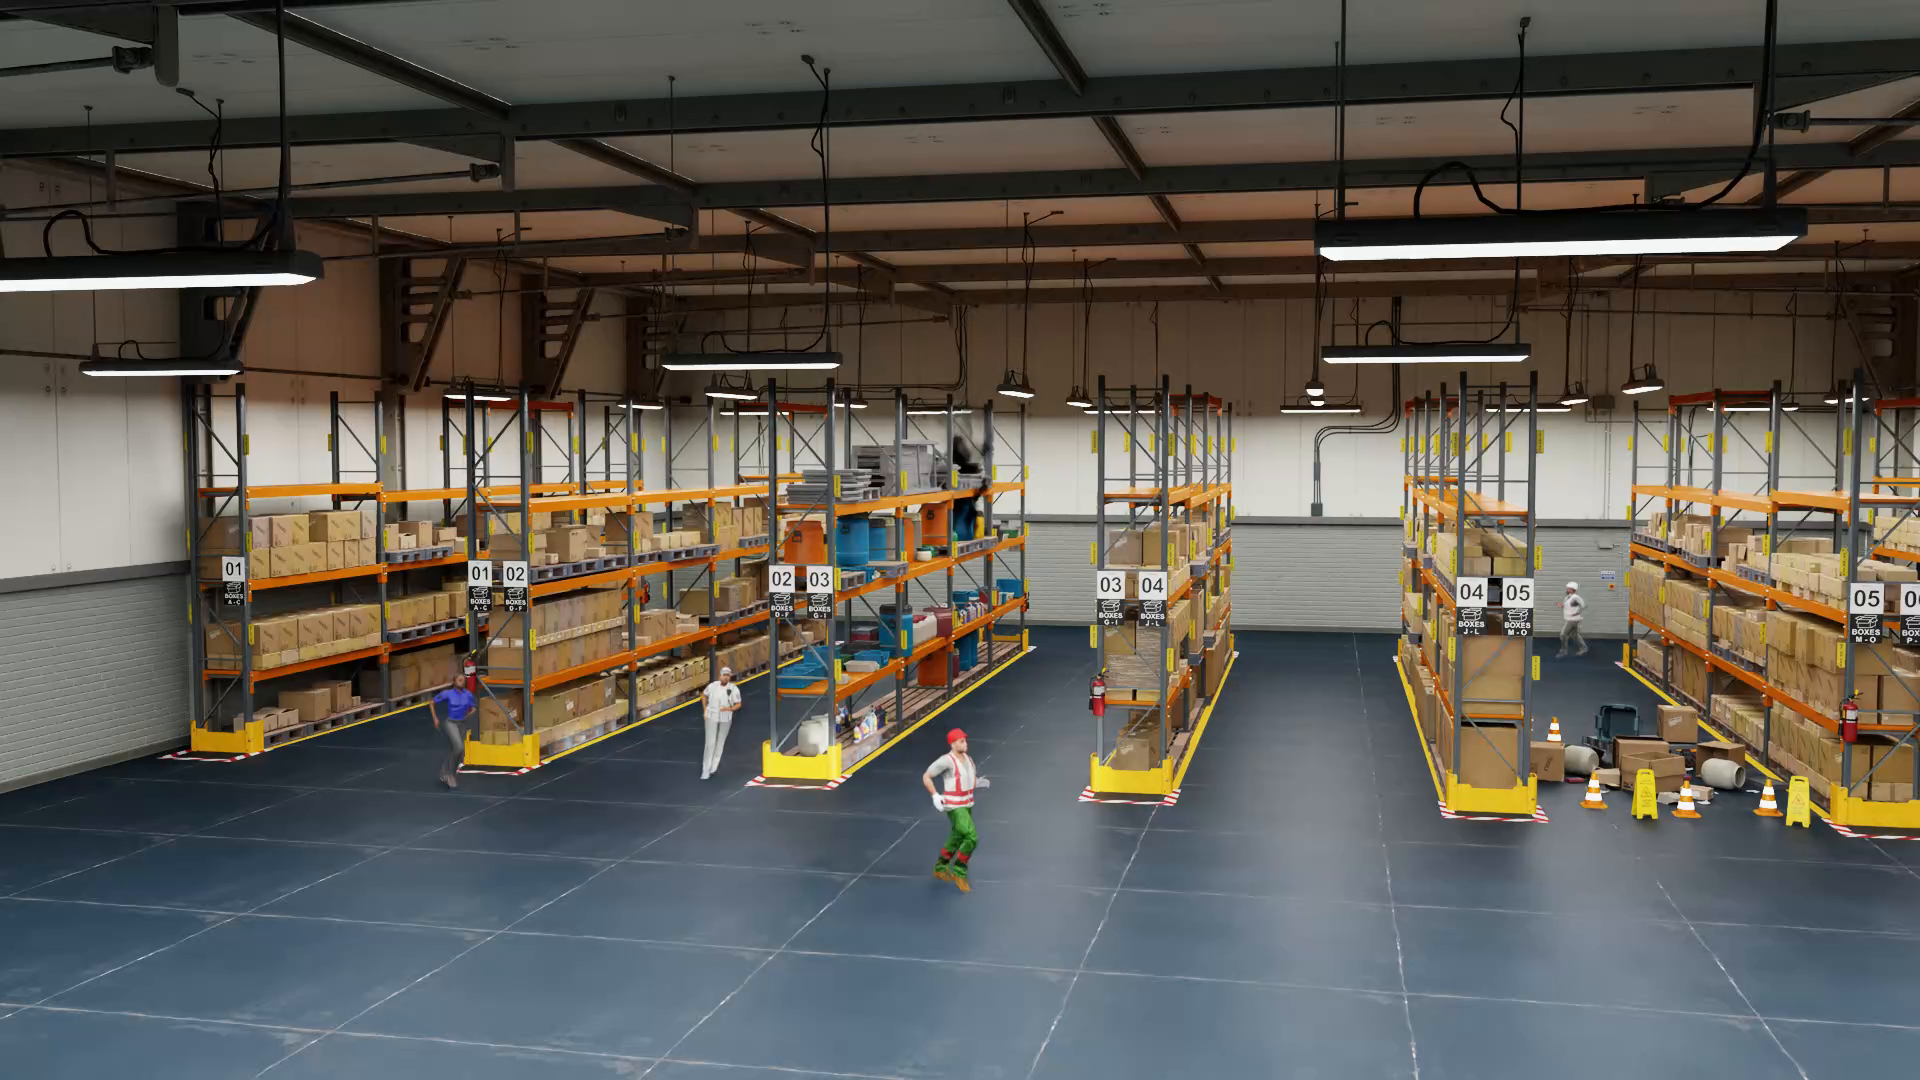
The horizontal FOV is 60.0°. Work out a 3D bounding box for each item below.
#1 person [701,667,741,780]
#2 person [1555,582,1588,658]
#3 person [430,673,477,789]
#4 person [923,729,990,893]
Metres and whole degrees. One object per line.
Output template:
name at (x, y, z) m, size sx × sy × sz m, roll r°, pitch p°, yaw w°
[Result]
person at (-3.621, 2.761, 25.137) m, size 0.612 × 1.703 × 0.662 m, roll -1°, pitch 3°, yaw -12°
person at (14.369, 1.893, 38.970) m, size 0.774 × 1.827 × 0.657 m, roll 1°, pitch 3°, yaw 9°
person at (-7.421, 2.840, 24.477) m, size 0.664 × 1.570 × 0.578 m, roll 2°, pitch 4°, yaw 36°
person at (-0.011, 3.038, 18.725) m, size 0.747 × 1.828 × 0.642 m, roll 2°, pitch 4°, yaw 30°
